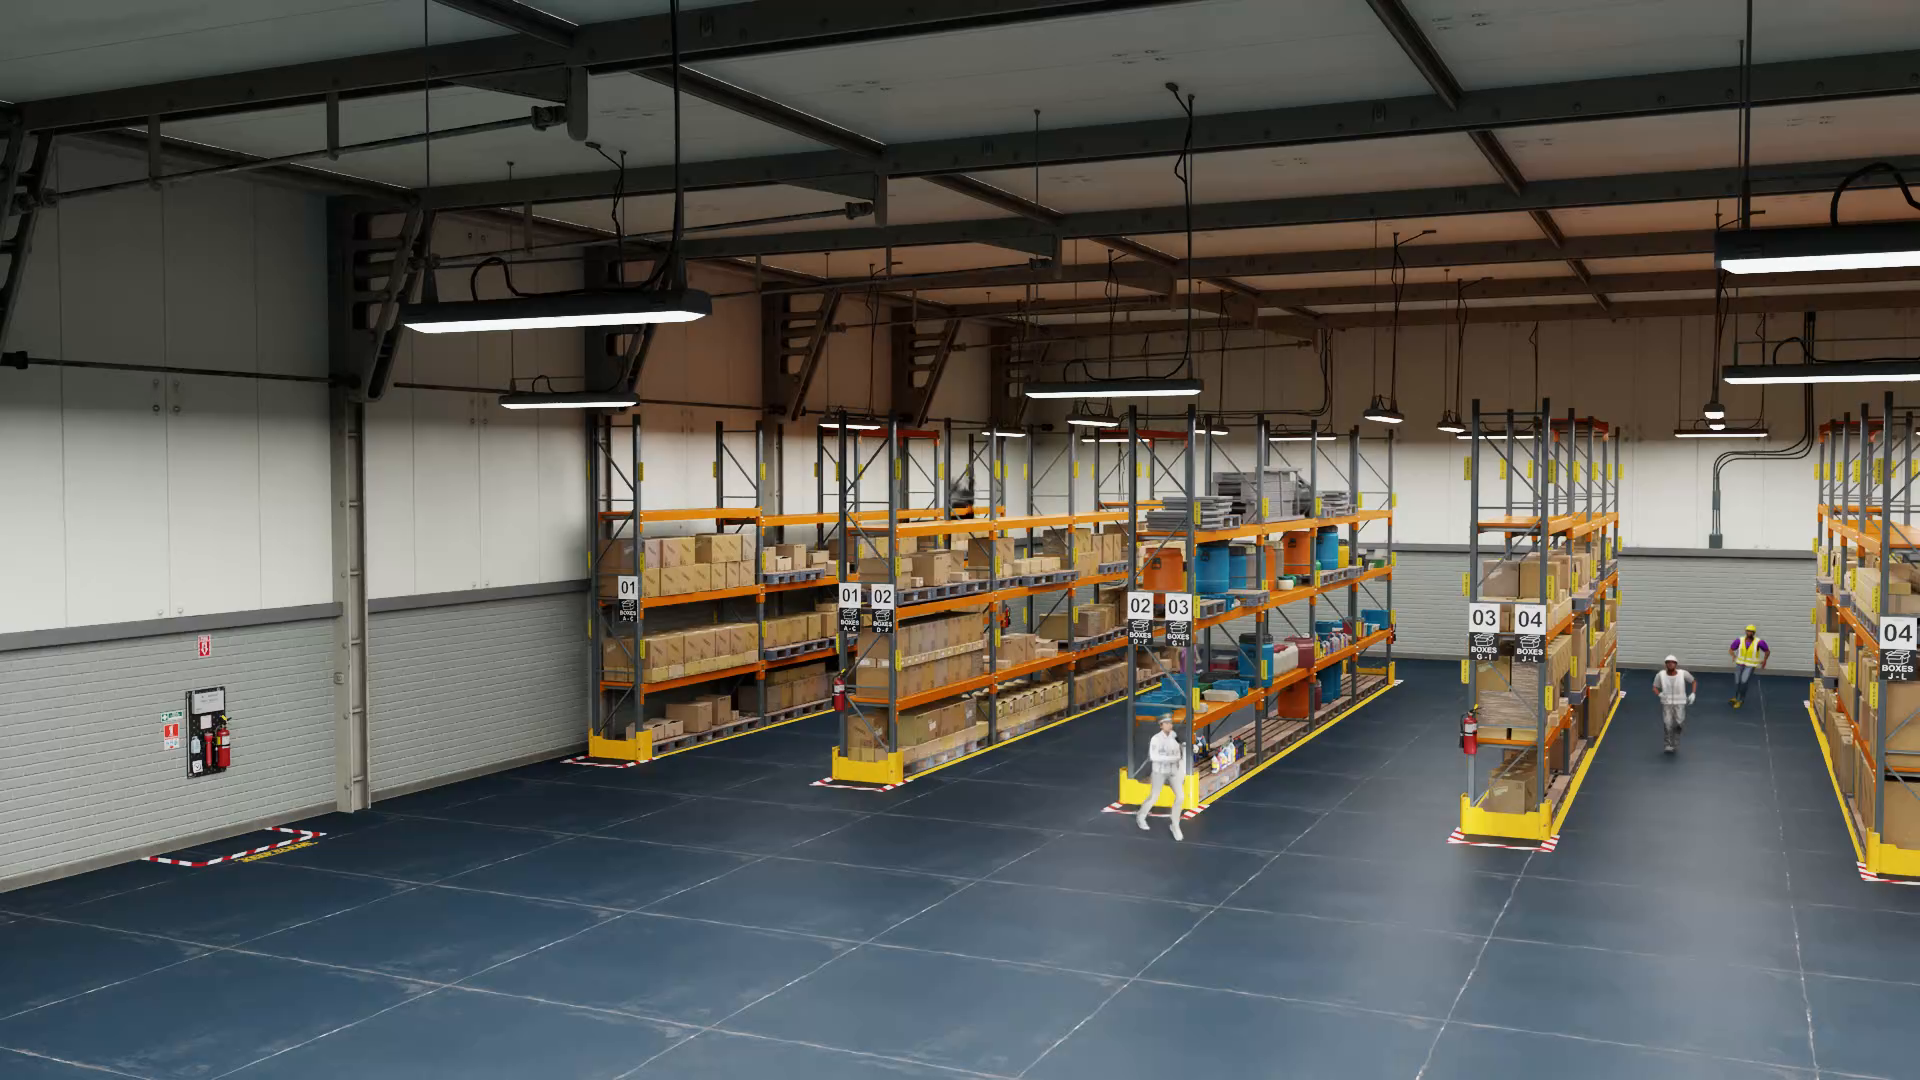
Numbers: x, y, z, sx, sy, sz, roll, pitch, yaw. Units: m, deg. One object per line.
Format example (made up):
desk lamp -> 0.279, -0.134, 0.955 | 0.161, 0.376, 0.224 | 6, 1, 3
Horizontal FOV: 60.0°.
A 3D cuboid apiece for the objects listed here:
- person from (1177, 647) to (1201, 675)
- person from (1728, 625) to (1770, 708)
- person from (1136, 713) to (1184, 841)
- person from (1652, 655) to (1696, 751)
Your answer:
person -> 4.745, 2.781, 34.500 | 0.538, 1.576, 0.804 | 1, 2, 17
person -> 16.721, 2.691, 35.321 | 0.762, 1.792, 0.694 | 2, 3, 42
person -> 2.801, 3.221, 22.837 | 0.624, 1.737, 0.874 | -1, 3, -29
person -> 12.658, 2.912, 29.490 | 0.708, 1.730, 0.700 | 1, 3, 26
